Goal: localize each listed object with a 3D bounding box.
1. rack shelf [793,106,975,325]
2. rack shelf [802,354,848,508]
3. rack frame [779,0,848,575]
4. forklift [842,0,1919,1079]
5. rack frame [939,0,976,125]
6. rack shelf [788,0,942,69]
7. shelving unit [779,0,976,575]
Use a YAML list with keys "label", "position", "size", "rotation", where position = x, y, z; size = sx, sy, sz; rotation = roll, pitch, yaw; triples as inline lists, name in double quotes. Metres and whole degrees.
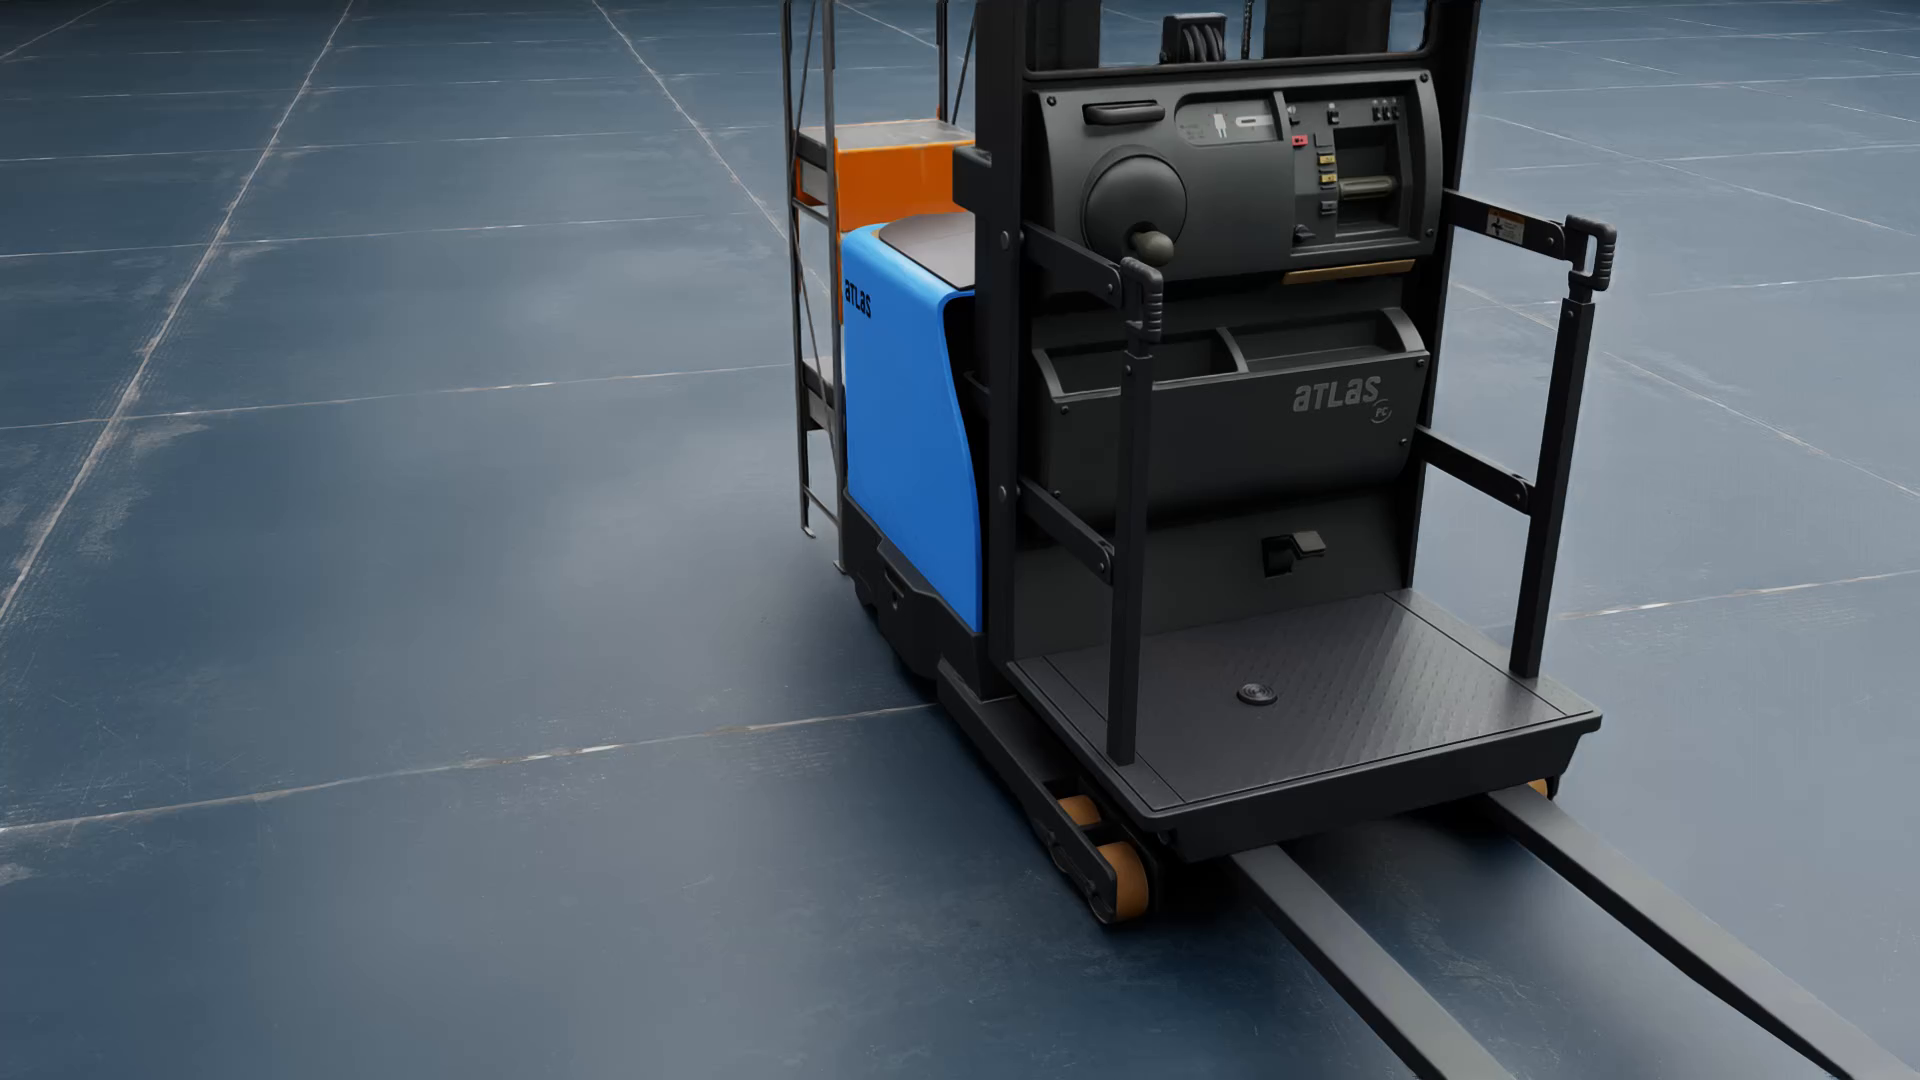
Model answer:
- label: "rack shelf"
  position: [-0.201, -0.958, 4.855]
  size: [0.480, 0.518, 0.431]
  rotation: [-10, 25, -21]
- label: "rack shelf"
  position: [-0.201, -0.315, 5.131]
  size: [0.480, 0.518, 0.431]
  rotation: [-10, 25, -21]
- label: "rack frame"
  position: [-0.425, -0.932, 4.760]
  size: [0.015, 2.100, 0.400]
  rotation: [-10, 25, -21]
- label: "forklift"
  position: [0.680, -0.748, 3.276]
  size: [1.130, 2.935, 3.031]
  rotation: [-9, 25, -20]
- label: "rack frame"
  position: [0.023, -1.009, 4.939]
  size: [0.015, 2.100, 0.400]
  rotation: [-10, 25, -21]
- label: "rack shelf"
  position: [-0.201, -1.601, 4.579]
  size: [0.480, 0.518, 0.431]
  rotation: [-10, 25, -21]
- label: "shelving unit"
  position: [-0.201, -0.971, 4.849]
  size: [0.503, 2.100, 0.431]
  rotation: [-10, 25, -21]
